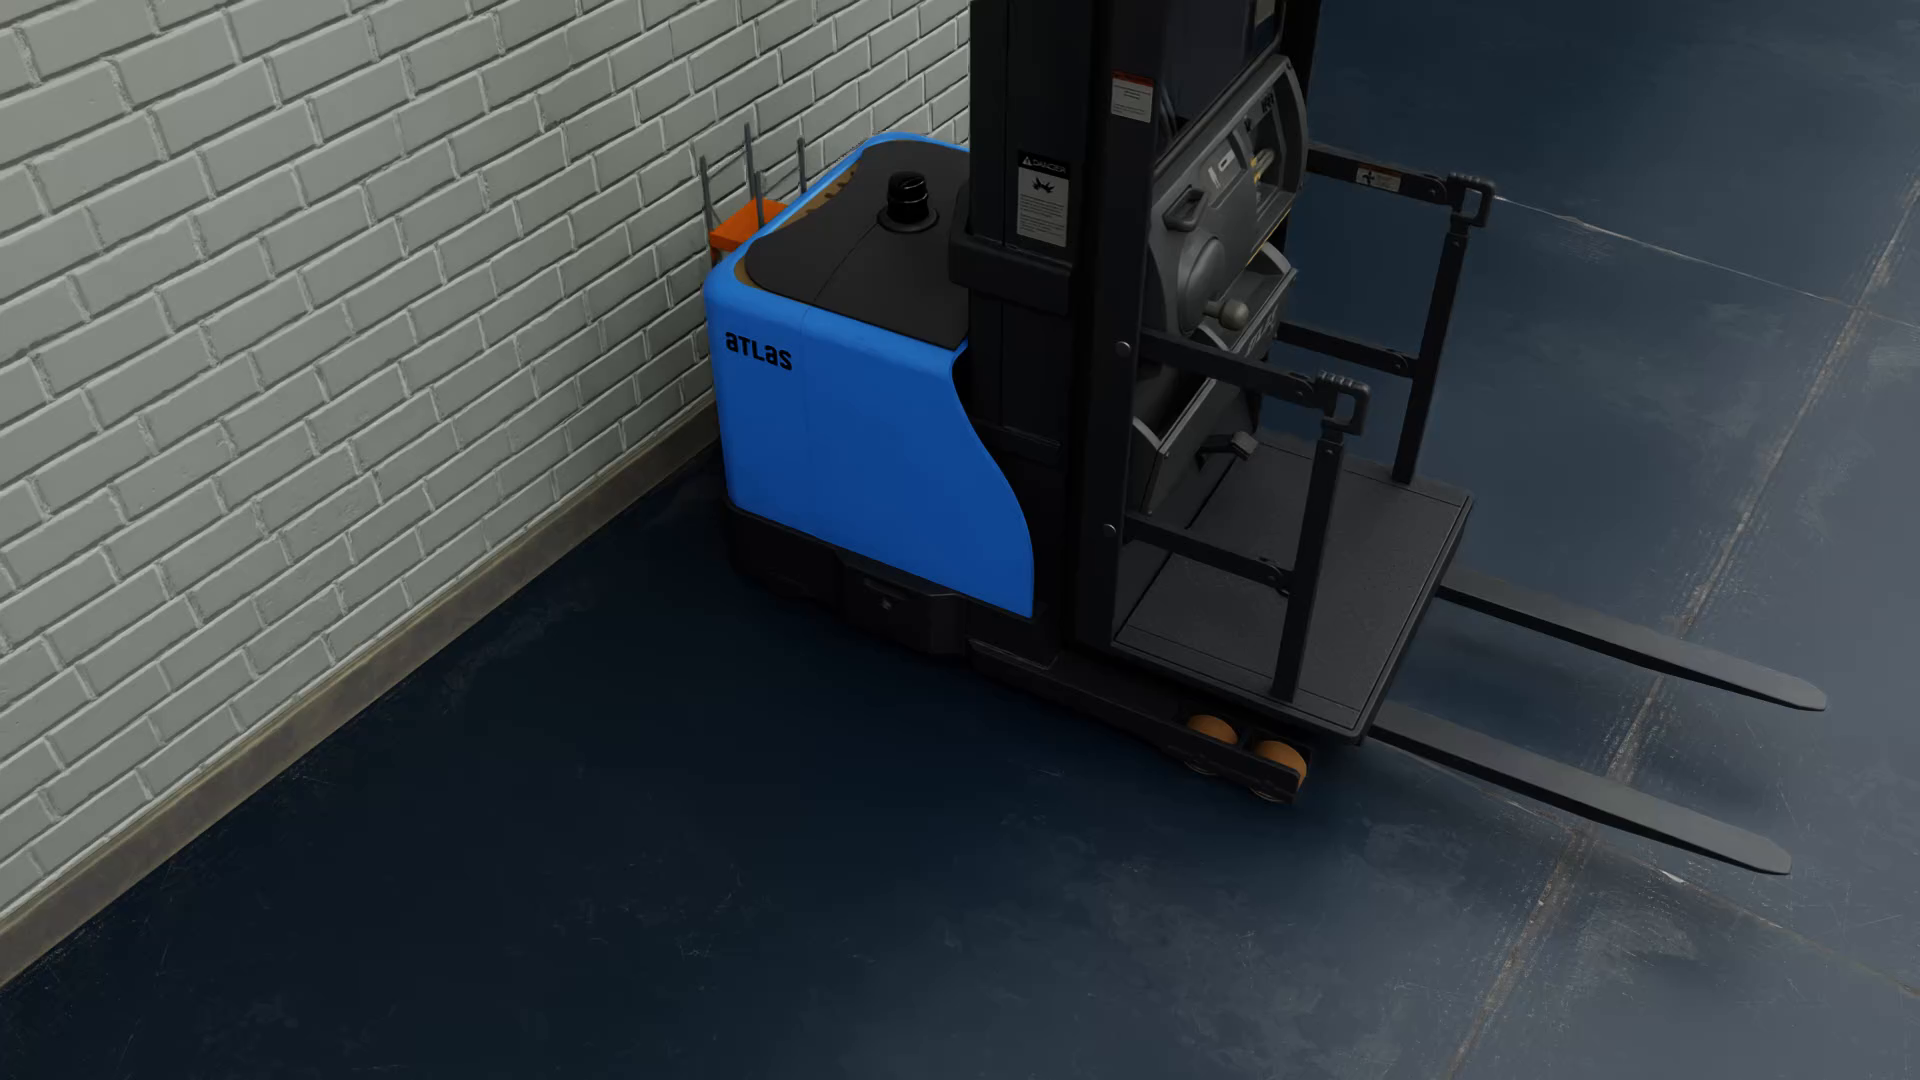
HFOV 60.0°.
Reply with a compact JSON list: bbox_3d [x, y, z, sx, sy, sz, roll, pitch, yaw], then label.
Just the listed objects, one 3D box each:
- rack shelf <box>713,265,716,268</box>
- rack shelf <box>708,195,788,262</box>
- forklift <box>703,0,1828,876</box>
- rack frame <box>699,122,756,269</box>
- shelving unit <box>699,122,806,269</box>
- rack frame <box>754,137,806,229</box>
[{"bbox_3d":[-0.588,-0.805,4.957,0.180,0.103,0.258,20,46,21],"label":"rack shelf"},{"bbox_3d":[-0.588,-0.895,4.877,0.180,0.103,0.258,20,46,21],"label":"rack shelf"},{"bbox_3d":[0.835,-0.799,3.944,3.031,2.935,1.130,20,46,21],"label":"forklift"},{"bbox_3d":[-0.668,-0.689,5.120,0.006,1.200,0.240,20,46,21],"label":"rack frame"},{"bbox_3d":[-0.588,-0.660,5.087,0.189,1.200,0.258,20,46,21],"label":"shelving unit"},{"bbox_3d":[-0.507,-0.630,5.055,0.006,1.200,0.240,20,46,21],"label":"rack frame"}]
